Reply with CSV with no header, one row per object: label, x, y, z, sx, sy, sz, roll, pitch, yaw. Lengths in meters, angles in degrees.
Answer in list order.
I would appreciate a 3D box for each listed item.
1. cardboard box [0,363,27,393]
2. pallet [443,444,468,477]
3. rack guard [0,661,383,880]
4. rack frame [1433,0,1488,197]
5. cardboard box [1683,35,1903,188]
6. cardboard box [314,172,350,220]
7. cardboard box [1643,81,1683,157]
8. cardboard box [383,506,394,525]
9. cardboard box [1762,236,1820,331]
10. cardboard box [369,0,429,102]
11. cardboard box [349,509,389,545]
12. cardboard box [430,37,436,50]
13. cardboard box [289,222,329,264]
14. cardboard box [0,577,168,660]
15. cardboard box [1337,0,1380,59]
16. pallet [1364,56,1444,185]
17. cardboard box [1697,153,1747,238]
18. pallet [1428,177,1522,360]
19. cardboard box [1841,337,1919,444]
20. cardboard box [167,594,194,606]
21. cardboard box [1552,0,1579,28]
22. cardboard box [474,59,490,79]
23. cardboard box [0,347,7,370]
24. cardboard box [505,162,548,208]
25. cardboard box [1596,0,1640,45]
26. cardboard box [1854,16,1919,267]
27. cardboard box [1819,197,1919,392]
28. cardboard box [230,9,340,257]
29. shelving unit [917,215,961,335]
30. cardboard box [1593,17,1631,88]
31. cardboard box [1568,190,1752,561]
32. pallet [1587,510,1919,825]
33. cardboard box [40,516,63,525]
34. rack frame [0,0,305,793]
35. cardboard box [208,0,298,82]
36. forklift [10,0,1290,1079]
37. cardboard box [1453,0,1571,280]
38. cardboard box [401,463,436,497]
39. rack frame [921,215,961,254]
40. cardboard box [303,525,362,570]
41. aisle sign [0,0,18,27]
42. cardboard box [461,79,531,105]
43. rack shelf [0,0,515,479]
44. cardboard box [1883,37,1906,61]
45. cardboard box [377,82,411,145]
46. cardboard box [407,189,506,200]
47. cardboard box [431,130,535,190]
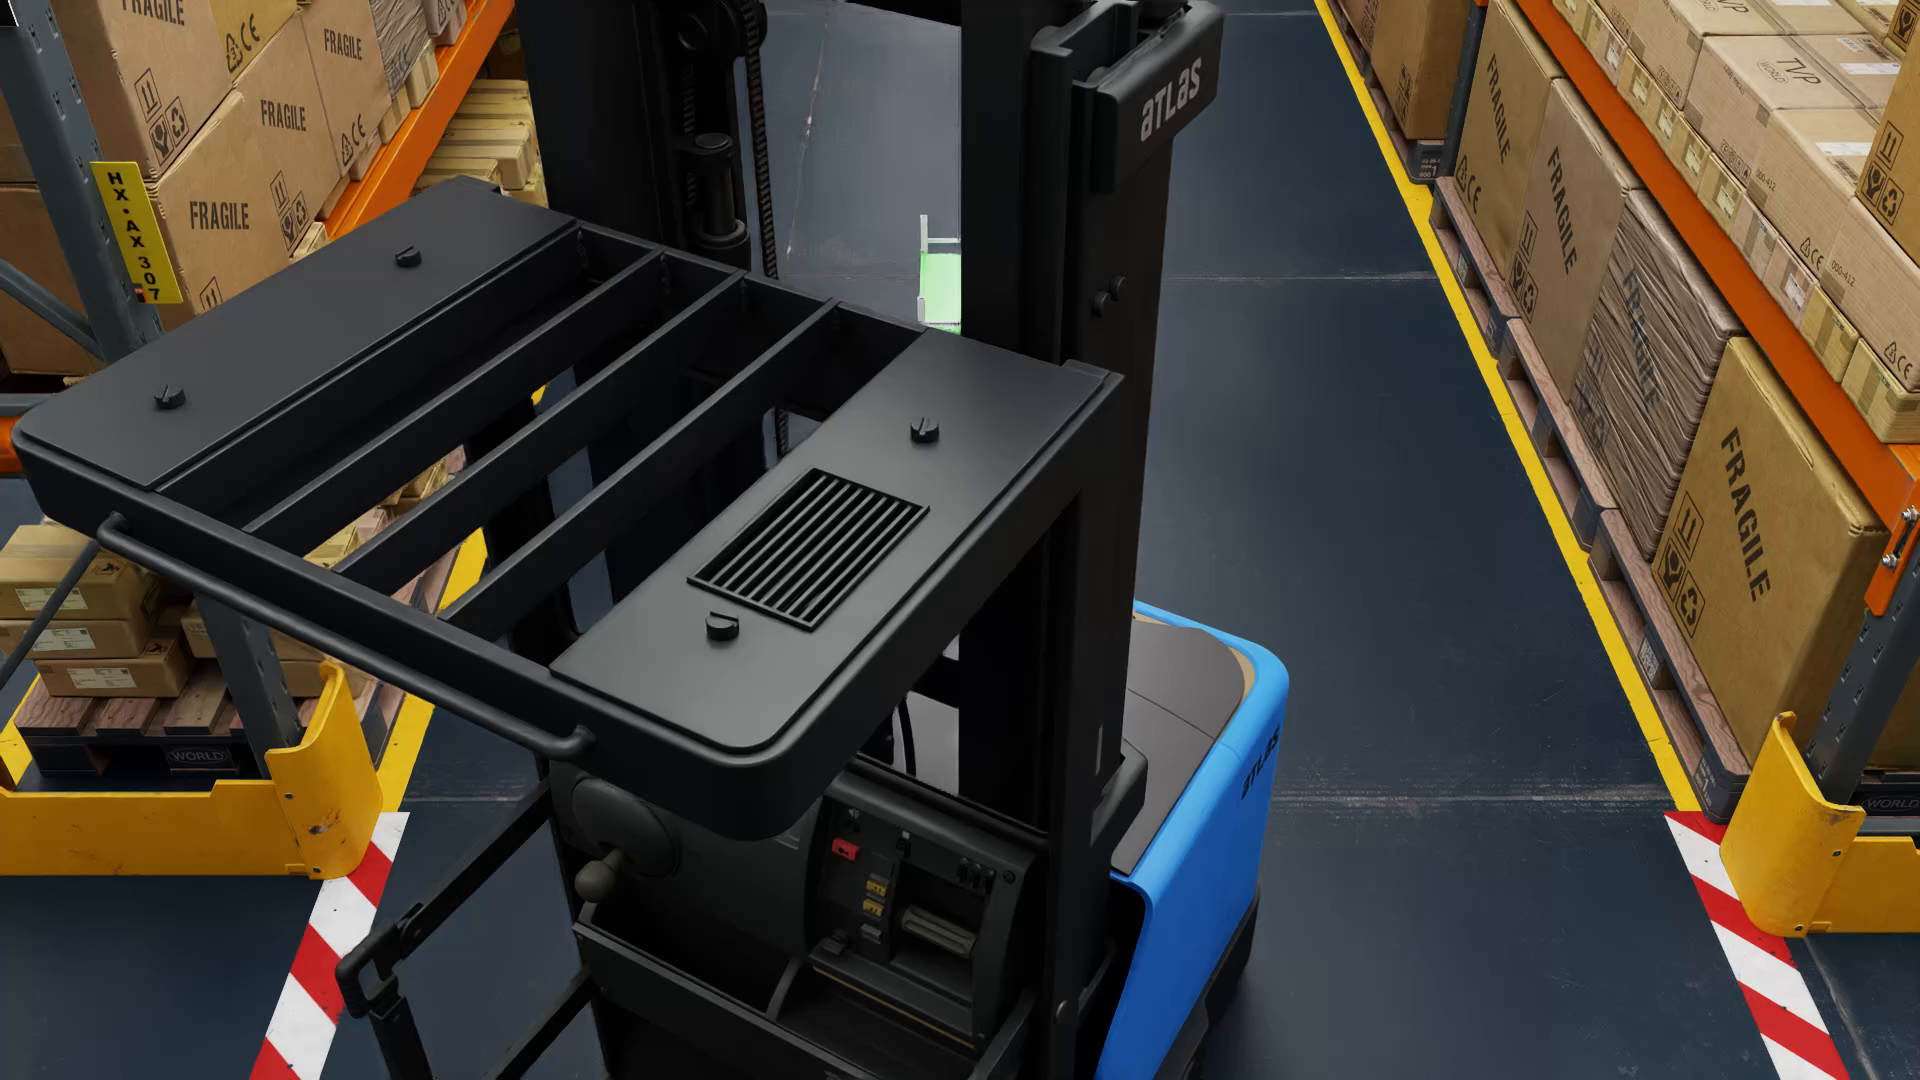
cardboard box,-2.534,-0.401,4.052,0.380,0.149,0.250,0,39,0
pallet,-2.215,-0.523,6.234,1.003,0.211,1.213,0,39,0
rack guard,-2.251,0.633,4.560,1.175,0.500,0.348,0,39,0
rack frame,2.704,-2.737,6.766,1.000,3.000,0.127,0,39,0
cardboard box,2.442,-1.231,4.770,0.500,0.250,0.500,-1,39,-2
cardboard box,-2.025,-1.059,4.873,0.380,0.149,0.250,0,39,0
cardboard box,2.378,-1.316,5.194,0.380,0.149,0.250,1,39,1
cardboard box,-2.021,0.007,5.287,0.380,0.149,0.250,0,39,0
cardboard box,2.378,-0.680,4.401,0.380,0.149,0.250,0,39,0
cardboard box,-1.996,-1.691,5.143,0.500,0.500,0.500,-1,39,-1
cardboard box,-1.939,0.039,5.009,0.380,0.149,0.250,0,39,0
cardboard box,-2.019,-1.701,5.675,0.380,0.149,0.250,-1,39,-1
cardboard box,-1.912,-0.727,4.460,0.380,0.149,0.250,-1,39,-1
cardboard box,-2.537,0.208,4.798,0.380,0.149,0.250,-1,39,-1
cardboard box,2.682,-3.030,8.496,1.225,0.875,0.875,-1,39,-2
pallet,2.628,-2.131,8.240,1.003,0.211,1.213,0,39,0
cardboard box,2.377,-0.998,4.798,0.380,0.149,0.250,-1,39,-1
pallet,2.627,-1.173,7.045,1.003,0.211,1.213,0,39,0
cardboard box,2.379,-0.360,4.001,0.380,0.149,0.250,1,39,1
cardboard box,-2.562,0.164,5.091,0.380,0.149,0.250,1,39,1
cardboard box,2.375,-1.960,5.998,0.380,0.149,0.250,-1,39,-1
cardboard box,-2.509,-2.447,8.068,0.500,0.500,0.500,-1,39,-1
cardboard box,-2.509,-0.731,3.945,0.500,0.500,0.500,1,39,1
cardboard box,-1.907,-1.430,6.842,0.380,0.149,0.250,-1,39,-2
cardboard box,2.445,-1.865,5.561,0.500,0.250,0.500,1,39,1
cardboard box,2.446,-0.890,3.744,0.500,0.500,0.500,0,39,1
cardboard box,2.443,-0.596,3.977,0.500,0.250,0.500,-1,39,-1
cardboard box,-2.001,-1.066,4.363,0.500,0.500,0.500,0,39,0
shelving unit,0.000,-0.365,5.246,0.258,1.200,0.503,0,39,0
cardboard box,2.374,-1.643,5.602,0.380,0.149,0.250,0,39,0
cardboard box,2.627,-0.539,5.388,0.875,0.875,0.875,0,39,0
pallet,2.630,0.353,5.141,1.003,0.211,1.213,0,39,0
cardboard box,-2.448,-0.066,4.903,0.380,0.149,0.250,1,39,1
rack frame,-2.251,-0.295,3.719,1.000,3.000,0.127,0,39,0
cardboard box,-1.993,-1.437,4.027,0.500,0.500,0.500,1,39,1
forklift,-0.421,0.597,2.662,1.130,2.935,3.031,20,43,23
cardboard box,2.625,-1.659,6.784,0.875,0.875,0.875,0,39,0
cardboard box,-1.919,-0.275,5.401,0.380,0.149,0.250,1,39,1
rack frame,0.000,-0.517,5.436,0.240,1.200,0.015,0,39,0
cardboard box,-1.912,0.094,4.703,0.380,0.149,0.250,-2,39,-2
aisle sign,-1.951,-1.264,2.850,0.394,0.787,0.004,0,39,0
cardboard box,-1.995,-1.858,7.137,0.380,0.149,0.250,1,39,1
rack shelf,-2.253,-1.265,5.505,1.077,0.370,4.000,0,39,0
cardboard box,2.974,-1.232,4.771,0.500,0.250,0.500,-1,39,-2
cardboard box,-1.976,-1.375,5.268,0.380,0.149,0.250,1,39,2
cardboard box,-1.933,-1.211,6.330,0.380,0.149,0.250,-2,39,-2
cardboard box,-1.948,-1.542,6.744,0.380,0.149,0.250,0,39,0
